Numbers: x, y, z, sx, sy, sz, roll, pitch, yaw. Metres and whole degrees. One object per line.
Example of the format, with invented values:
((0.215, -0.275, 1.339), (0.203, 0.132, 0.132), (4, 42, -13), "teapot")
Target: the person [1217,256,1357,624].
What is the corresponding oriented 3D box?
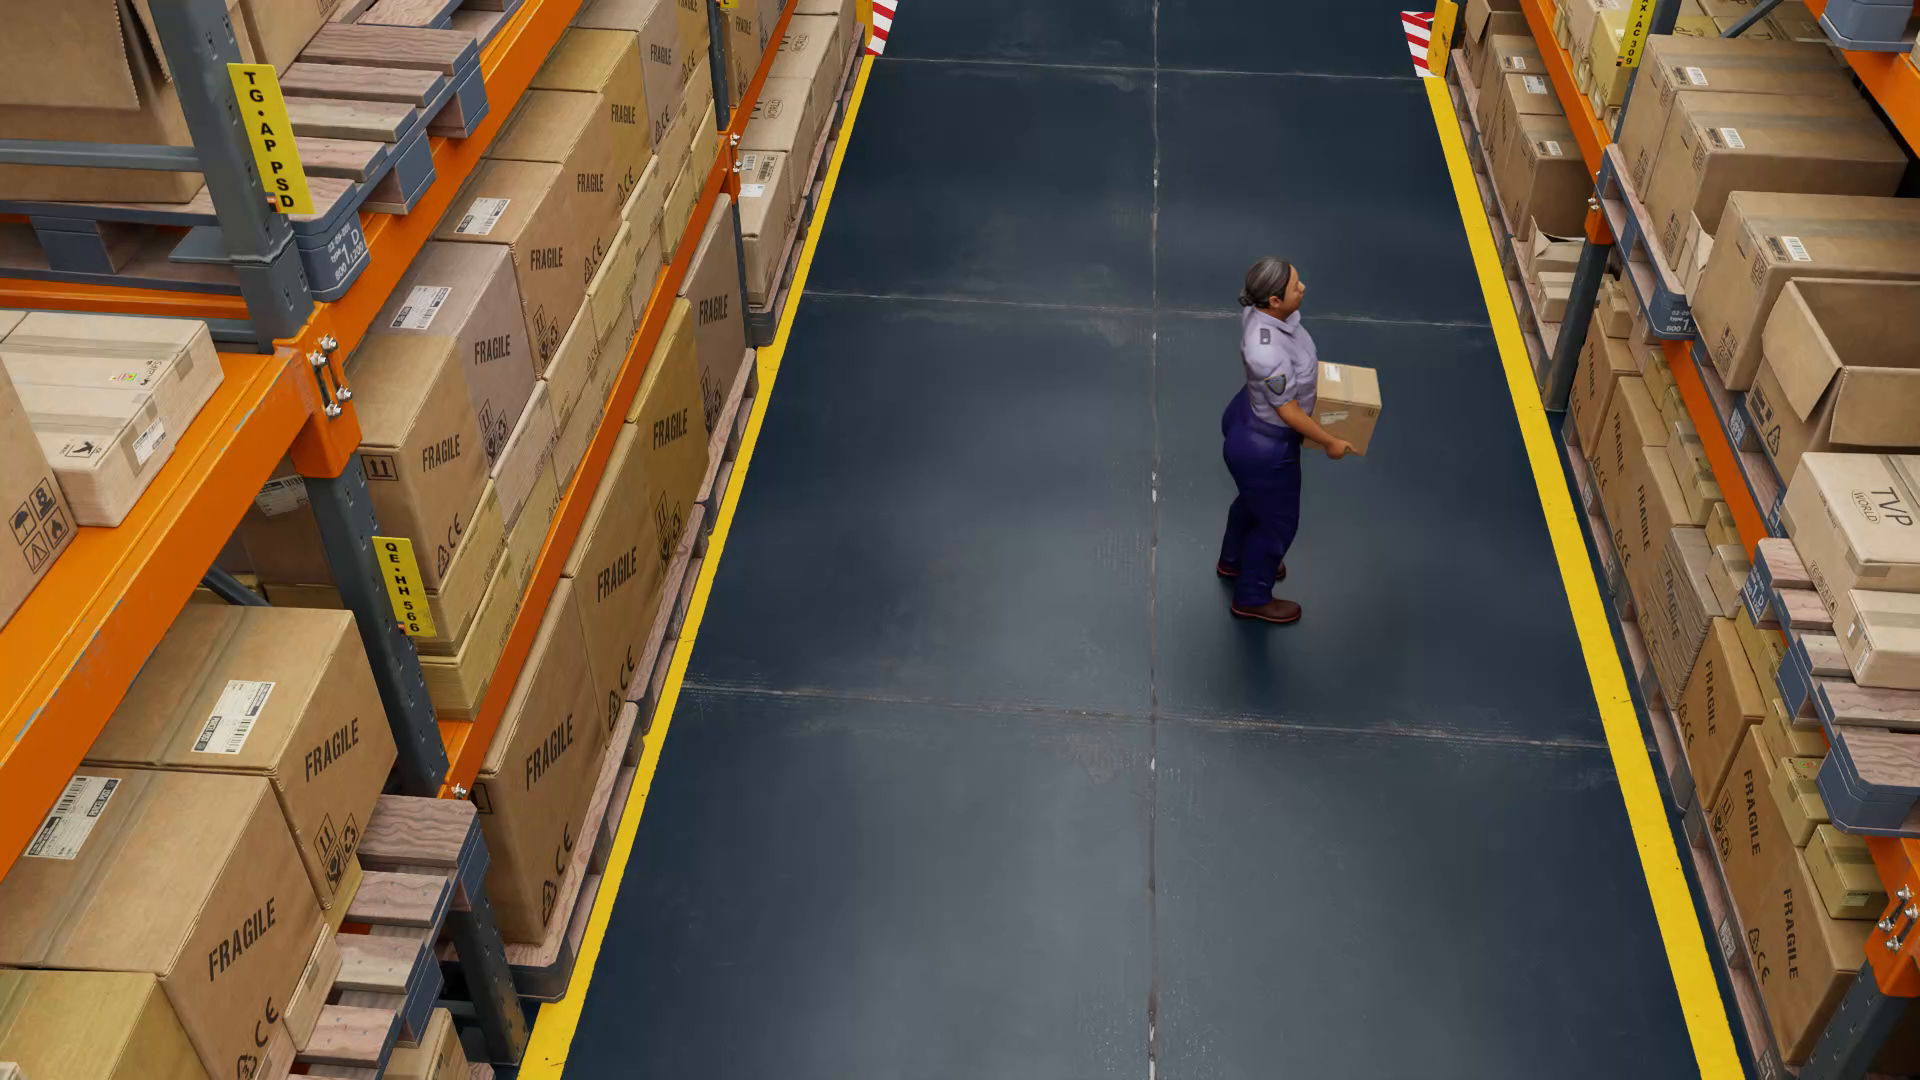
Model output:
((1.301, -0.398, 6.647), (0.517, 1.634, 0.452), (4, 40, 4), "person")
